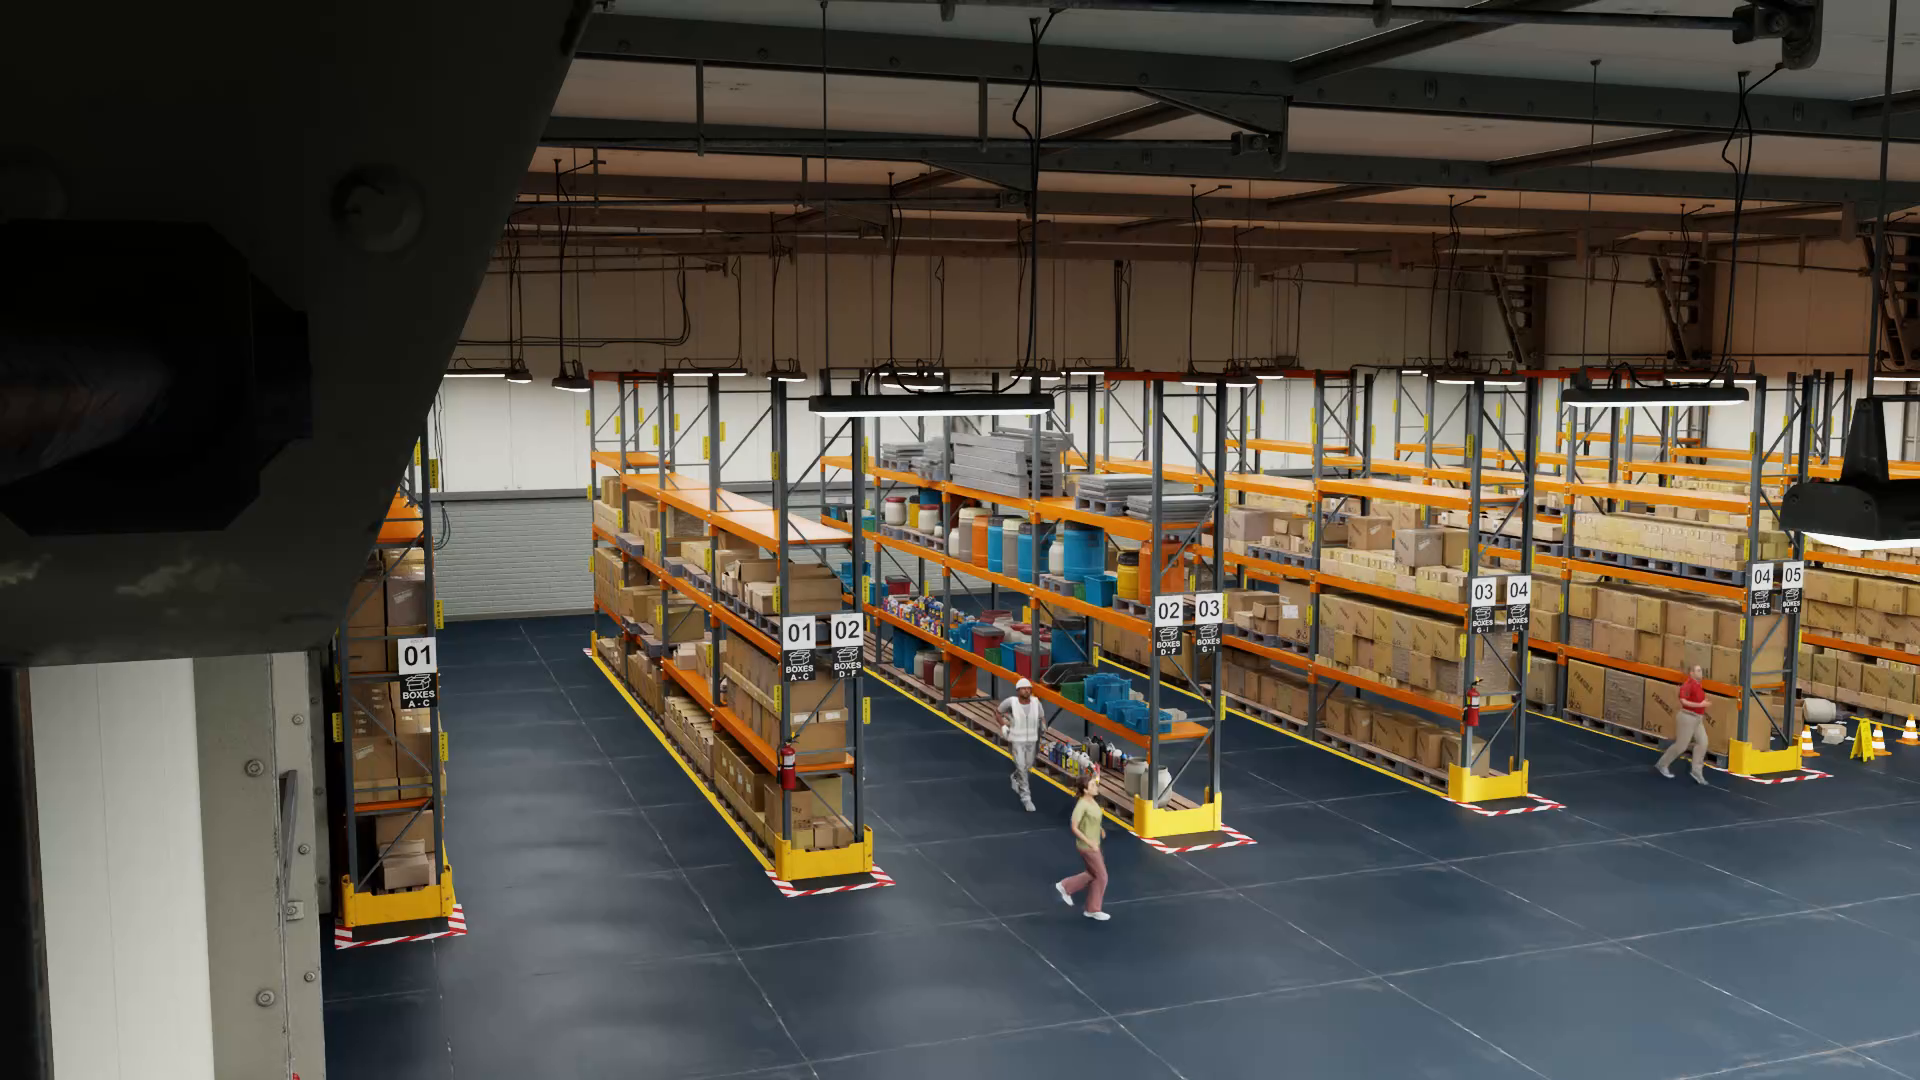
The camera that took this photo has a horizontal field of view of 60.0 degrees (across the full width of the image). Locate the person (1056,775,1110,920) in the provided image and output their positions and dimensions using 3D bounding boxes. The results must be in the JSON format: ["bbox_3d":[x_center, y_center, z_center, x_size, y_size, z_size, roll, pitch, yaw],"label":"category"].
[{"bbox_3d":[1.388,3.445,18.703,0.627,1.646,0.576,2,7,15],"label":"person"}]

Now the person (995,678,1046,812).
[{"bbox_3d":[0.887,2.828,23.402,0.682,1.791,0.989,-2,7,-21],"label":"person"}]

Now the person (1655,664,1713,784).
[{"bbox_3d":[10.816,2.735,24.761,0.760,1.804,0.672,6,9,42],"label":"person"}]
